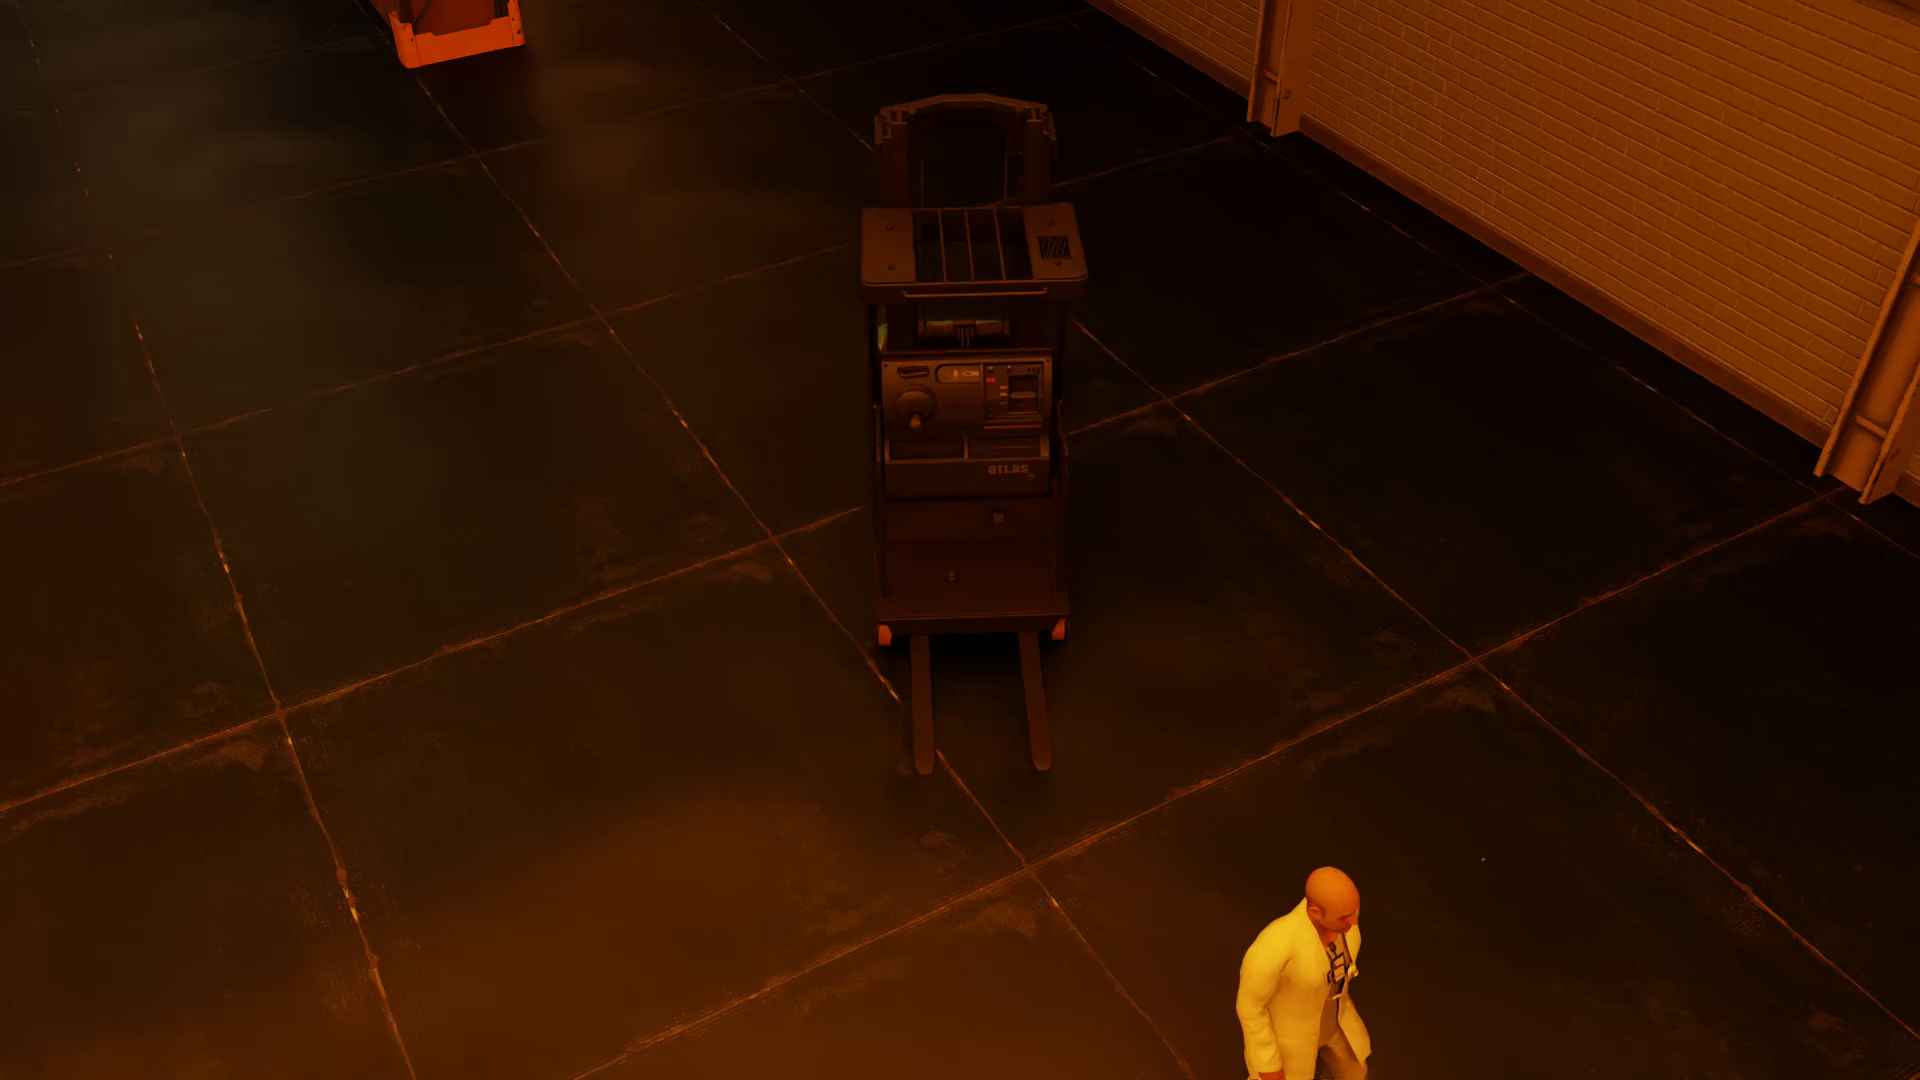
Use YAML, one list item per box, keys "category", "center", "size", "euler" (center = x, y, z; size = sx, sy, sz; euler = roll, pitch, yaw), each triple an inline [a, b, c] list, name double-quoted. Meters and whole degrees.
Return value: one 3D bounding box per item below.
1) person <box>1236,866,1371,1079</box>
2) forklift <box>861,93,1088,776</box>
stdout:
- category: "person"
  center: [1.405, 1.964, 6.634]
  size: [0.685, 1.825, 0.606]
  euler: [-27, 47, -29]
- category: "forklift"
  center: [0.052, -0.728, 8.914]
  size: [1.130, 2.935, 3.031]
  euler: [-2, 40, -2]
